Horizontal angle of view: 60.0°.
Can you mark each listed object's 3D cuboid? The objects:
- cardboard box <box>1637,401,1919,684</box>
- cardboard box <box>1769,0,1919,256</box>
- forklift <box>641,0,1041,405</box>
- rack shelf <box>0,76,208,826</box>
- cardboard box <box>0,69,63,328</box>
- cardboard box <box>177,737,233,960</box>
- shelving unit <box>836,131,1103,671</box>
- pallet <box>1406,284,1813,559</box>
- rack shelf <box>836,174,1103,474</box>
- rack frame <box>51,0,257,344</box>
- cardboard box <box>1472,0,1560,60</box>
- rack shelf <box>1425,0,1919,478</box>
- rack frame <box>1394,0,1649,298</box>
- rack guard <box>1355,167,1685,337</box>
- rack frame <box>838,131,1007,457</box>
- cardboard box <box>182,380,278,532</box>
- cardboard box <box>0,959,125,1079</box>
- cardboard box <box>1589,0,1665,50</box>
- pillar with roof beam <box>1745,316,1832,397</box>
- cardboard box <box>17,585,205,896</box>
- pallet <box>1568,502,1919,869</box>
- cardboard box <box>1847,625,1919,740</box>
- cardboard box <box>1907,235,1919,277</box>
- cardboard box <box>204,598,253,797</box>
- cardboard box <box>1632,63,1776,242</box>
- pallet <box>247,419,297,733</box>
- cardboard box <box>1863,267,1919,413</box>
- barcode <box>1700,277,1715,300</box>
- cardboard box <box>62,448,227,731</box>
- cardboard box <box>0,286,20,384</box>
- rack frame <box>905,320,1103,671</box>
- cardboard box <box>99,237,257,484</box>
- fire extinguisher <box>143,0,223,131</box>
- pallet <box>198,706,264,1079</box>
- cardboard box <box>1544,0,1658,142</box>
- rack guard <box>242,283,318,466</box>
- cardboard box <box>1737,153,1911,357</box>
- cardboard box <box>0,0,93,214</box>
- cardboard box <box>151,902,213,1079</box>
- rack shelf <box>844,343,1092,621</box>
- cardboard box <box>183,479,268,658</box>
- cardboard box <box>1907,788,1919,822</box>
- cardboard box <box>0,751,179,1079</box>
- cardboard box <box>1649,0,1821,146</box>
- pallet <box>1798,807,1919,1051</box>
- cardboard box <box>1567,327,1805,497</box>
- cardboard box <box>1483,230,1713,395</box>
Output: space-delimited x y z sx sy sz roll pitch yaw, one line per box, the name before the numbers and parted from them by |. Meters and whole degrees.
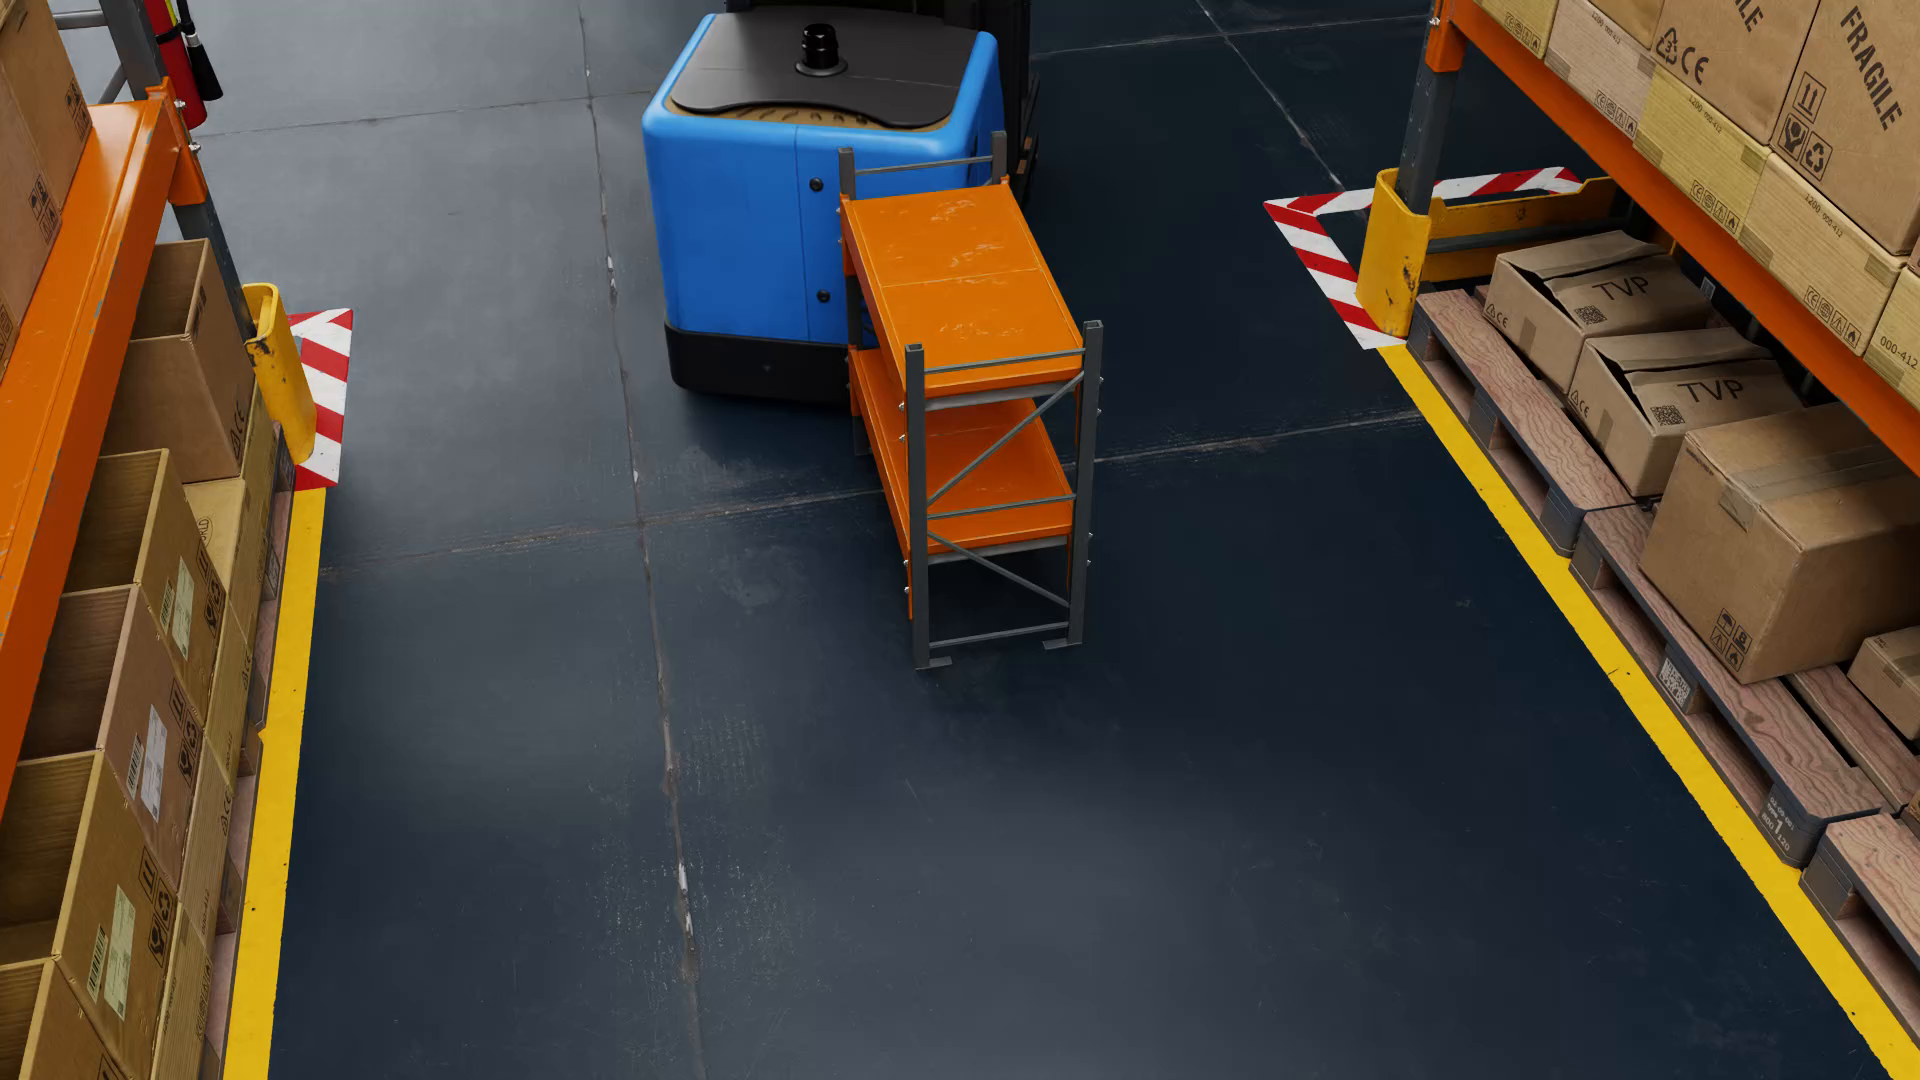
cardboard box | 2.369 -0.016 4.560 0.700 0.500 0.500 -11 43 -12
cardboard box | 2.210 -0.989 3.638 0.500 0.500 0.500 -7 42 -8
forklift | -0.273 -2.507 5.866 1.130 2.935 3.031 6 42 6
rack shelf | -2.330 0.177 3.332 1.077 0.370 4.000 -8 42 -9
cardboard box | -2.555 -0.781 3.795 0.700 0.500 0.500 -7 42 -8
cardboard box | -2.022 0.759 3.890 0.500 0.250 0.500 -8 42 -9
shelving unit | 0.001 -0.416 4.872 0.538 1.125 1.048 -8 42 -9
pallet | 2.232 -0.476 5.628 1.003 0.211 1.213 -8 42 -9
rack shelf | 0.001 -0.635 4.677 0.538 0.278 1.000 -8 42 -9
rack frame | -2.762 -1.388 4.554 1.000 3.000 0.127 -8 42 -9
cardboard box | 1.870 -1.690 4.992 0.500 0.250 0.500 -9 42 -11
rack shelf | 2.506 -0.535 4.135 1.077 0.370 4.000 -8 42 -9
rack frame | 2.075 -2.100 5.356 1.000 3.000 0.127 -8 42 -9
rack guard | 2.091 -1.116 6.131 1.175 0.500 0.348 -8 42 -9
rack frame | -0.108 -0.746 5.243 0.500 1.125 0.032 -8 42 -9
cardboard box | -2.357 -0.211 4.984 0.500 0.250 0.500 -8 42 -9
cardboard box | -1.808 1.127 2.911 0.500 0.500 0.500 -8 42 -9
cardboard box | 1.981 -1.658 4.391 0.500 0.500 0.500 -8 42 -9
pillar with roof beam | -1.133 -3.397 2.298 9.100 9.000 0.400 -8 42 -9
cardboard box | -2.018 0.478 3.642 0.500 0.500 0.500 -8 42 -9
pallet | 2.492 0.313 4.739 1.003 0.211 1.213 -8 42 -9
cardboard box | 2.612 0.355 4.407 0.380 0.149 0.250 -12 43 -13
cardboard box | 2.322 -0.652 3.258 0.500 0.500 0.500 -9 42 -11
cardboard box | -2.128 0.435 4.256 0.500 0.250 0.500 -8 42 -9
cardboard box | 2.100 -1.024 4.242 0.500 0.250 0.500 -9 42 -10
pallet | -2.556 0.144 4.928 1.003 0.211 1.213 -8 42 -9
cardboard box | 2.317 -0.370 3.506 0.500 0.250 0.500 -9 42 -10
barcode | 2.531 -0.847 5.632 0.001 0.075 0.075 -8 42 -9
cardboard box | -2.125 0.154 4.007 0.500 0.500 0.500 -8 42 -9
cardboard box | -2.454 -0.459 3.432 0.700 0.500 0.500 -8 42 -9
rack frame | 0.111 -0.087 4.500 0.500 1.125 0.032 -8 42 -9
cardboard box | -2.355 -0.492 4.735 0.500 0.500 0.500 -8 42 -9
fire extinguisher | -2.333 -1.502 4.741 0.296 0.674 0.183 -8 42 -9
pallet | -2.296 0.934 4.039 1.003 0.211 1.213 -8 42 -9
cardboard box | 1.996 -1.355 4.615 0.500 0.250 0.500 -10 42 -11
rack guard | -2.767 -0.469 5.401 1.175 0.500 0.348 -8 42 -9
cardboard box | 2.207 -0.696 3.873 0.500 0.250 0.500 -8 42 -9
cardboard box | -2.673 -1.121 4.178 0.700 0.500 0.500 -8 42 -9
cardboard box | -1.908 1.082 3.526 0.500 0.250 0.500 -8 42 -9
rack shelf | 0.001 -0.233 5.034 0.538 0.278 1.000 -8 42 -9
cardboard box | -2.238 0.111 4.620 0.500 0.250 0.500 -8 42 -9
cardboard box | 2.675 0.596 3.871 0.500 0.500 0.500 -11 43 -12
cardboard box | -1.908 0.802 3.277 0.500 0.500 0.500 -8 42 -9
cardboard box | 2.087 -1.322 4.013 0.500 0.500 0.500 -10 42 -11
pallet | 2.759 1.105 3.846 1.003 0.211 1.213 -8 42 -9
cardboard box | 2.259 -0.428 5.167 0.500 0.311 0.500 -5 42 -6
cardboard box | 2.136 -0.798 5.583 0.500 0.311 0.500 -13 43 -14
